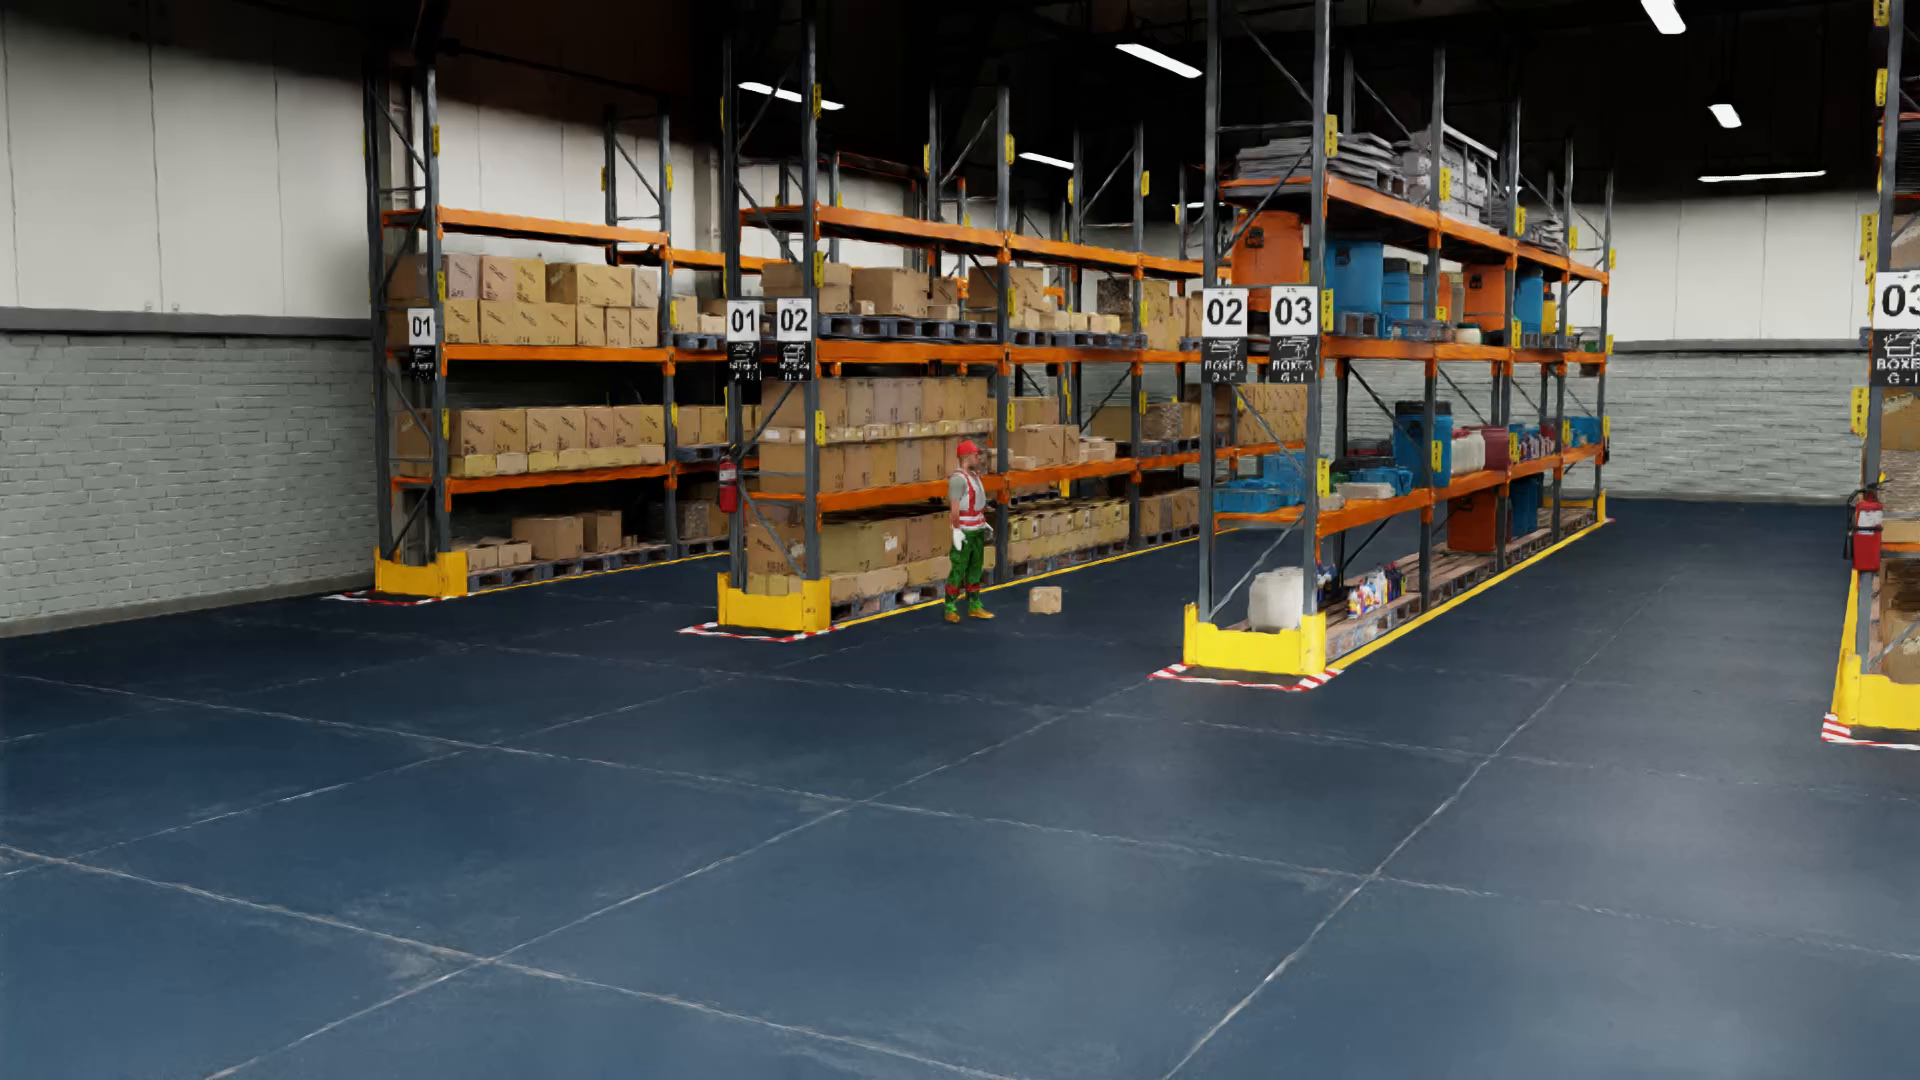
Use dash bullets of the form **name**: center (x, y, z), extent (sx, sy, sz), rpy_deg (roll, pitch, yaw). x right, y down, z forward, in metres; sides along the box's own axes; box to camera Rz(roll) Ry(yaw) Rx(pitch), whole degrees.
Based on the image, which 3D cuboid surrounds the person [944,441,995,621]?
- **person**: center (0.110, -0.100, 16.704), extent (0.449, 1.791, 0.668), rpy_deg (3, 7, 27)
